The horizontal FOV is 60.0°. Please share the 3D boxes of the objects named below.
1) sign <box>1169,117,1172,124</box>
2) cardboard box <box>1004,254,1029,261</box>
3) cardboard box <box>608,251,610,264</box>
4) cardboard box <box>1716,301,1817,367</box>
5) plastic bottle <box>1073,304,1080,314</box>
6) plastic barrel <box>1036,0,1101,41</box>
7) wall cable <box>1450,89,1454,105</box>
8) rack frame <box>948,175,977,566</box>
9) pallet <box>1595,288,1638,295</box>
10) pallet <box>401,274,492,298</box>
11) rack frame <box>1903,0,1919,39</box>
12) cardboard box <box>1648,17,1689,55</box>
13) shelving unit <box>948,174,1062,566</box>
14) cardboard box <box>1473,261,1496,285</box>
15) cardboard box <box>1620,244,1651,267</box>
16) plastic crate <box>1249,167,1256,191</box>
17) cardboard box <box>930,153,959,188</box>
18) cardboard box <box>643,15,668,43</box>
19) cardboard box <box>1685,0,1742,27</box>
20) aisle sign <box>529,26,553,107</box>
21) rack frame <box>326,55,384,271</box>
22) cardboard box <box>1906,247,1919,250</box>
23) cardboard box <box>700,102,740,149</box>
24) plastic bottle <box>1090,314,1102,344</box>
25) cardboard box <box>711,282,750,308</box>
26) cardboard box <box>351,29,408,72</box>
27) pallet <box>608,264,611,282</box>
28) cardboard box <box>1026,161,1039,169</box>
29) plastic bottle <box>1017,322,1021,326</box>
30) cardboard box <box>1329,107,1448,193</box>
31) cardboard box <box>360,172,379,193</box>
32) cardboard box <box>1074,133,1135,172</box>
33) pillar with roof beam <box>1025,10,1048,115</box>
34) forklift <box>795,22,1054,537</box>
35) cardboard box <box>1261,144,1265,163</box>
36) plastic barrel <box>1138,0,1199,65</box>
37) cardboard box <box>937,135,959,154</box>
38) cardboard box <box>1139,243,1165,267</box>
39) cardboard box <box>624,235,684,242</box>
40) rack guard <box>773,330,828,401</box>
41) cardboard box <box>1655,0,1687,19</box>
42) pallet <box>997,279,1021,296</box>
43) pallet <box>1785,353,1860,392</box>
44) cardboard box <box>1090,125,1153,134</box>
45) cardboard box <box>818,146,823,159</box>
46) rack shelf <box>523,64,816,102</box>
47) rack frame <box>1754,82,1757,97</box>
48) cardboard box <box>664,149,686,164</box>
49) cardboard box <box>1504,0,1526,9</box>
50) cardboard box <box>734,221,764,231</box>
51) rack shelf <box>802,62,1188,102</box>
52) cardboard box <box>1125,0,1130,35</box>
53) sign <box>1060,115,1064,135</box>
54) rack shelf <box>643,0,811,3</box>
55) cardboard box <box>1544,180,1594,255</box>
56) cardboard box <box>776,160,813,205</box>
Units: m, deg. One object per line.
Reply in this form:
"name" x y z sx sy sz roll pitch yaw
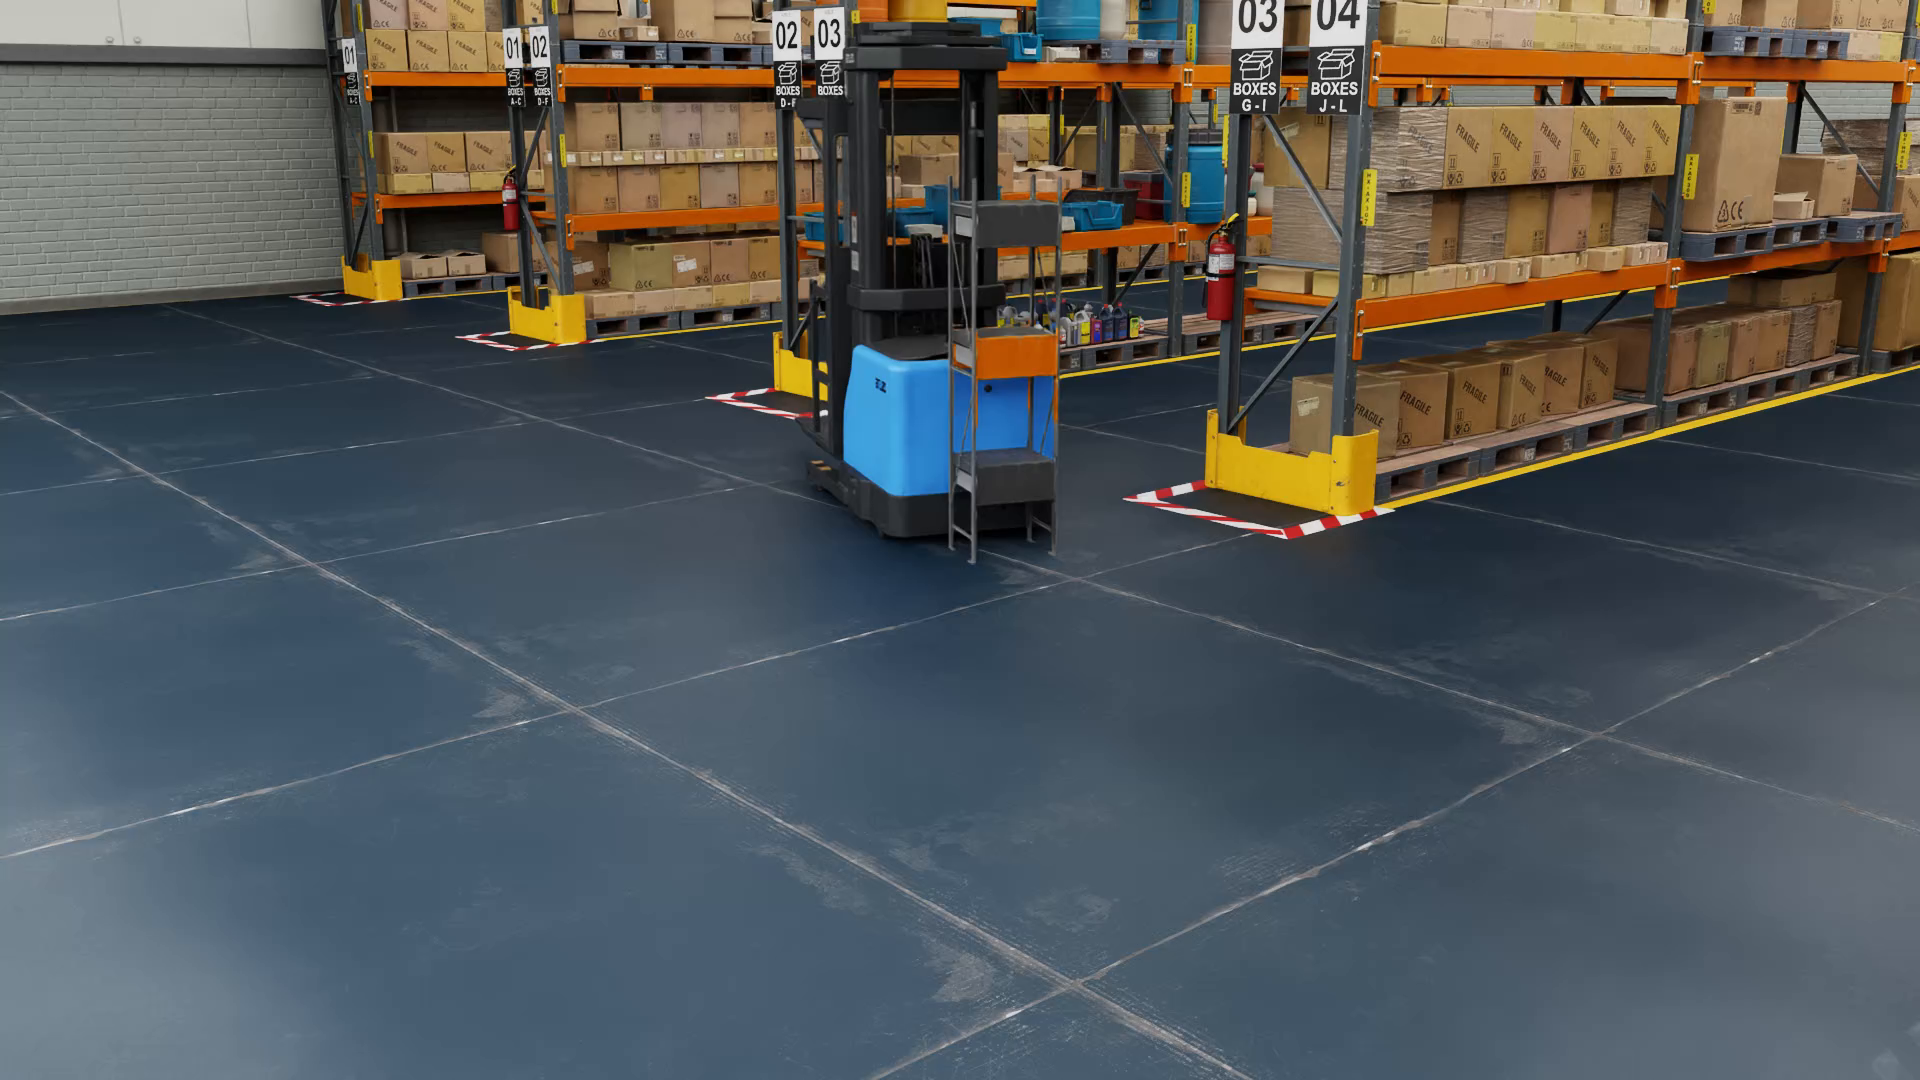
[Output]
"sign" 4.022 -7.888 31.638 0.005 0.325 0.100 -13 19 -39
"cardboard box" 0.597 -3.838 21.734 0.500 0.311 0.500 -13 20 -40
"cardboard box" -5.055 -4.037 23.689 0.380 0.166 0.250 13 20 40
"cardboard box" 7.199 -1.865 14.913 0.700 0.500 0.500 14 20 42
"plastic bottle" 1.148 -2.212 16.629 0.133 0.283 0.061 -13 19 -39
"plastic barrel" 1.011 -5.108 15.461 0.708 0.901 0.600 -13 19 -39
"wall cable" 8.883 -9.609 34.305 0.112 2.526 3.097 -13 19 -39
"rack frame" 0.011 -0.921 9.129 0.015 2.100 0.400 -5 16 -20
"pallet" 8.396 -3.501 22.449 1.213 0.211 1.003 -13 19 -39
"pallet" -6.995 -3.409 22.102 1.213 0.211 1.003 -13 19 -39
"rack frame" 8.101 -5.973 14.673 0.127 3.000 1.000 -13 19 -39
"cardboard box" 4.911 -3.646 12.063 0.500 0.250 0.500 -12 19 -37
"shelving unit" 0.240 -0.943 9.211 0.503 2.100 0.431 -5 16 -20
"cardboard box" 3.376 -1.813 11.211 0.250 0.149 0.380 -13 19 -39
"cardboard box" 4.919 -2.141 12.441 0.250 0.149 0.380 -13 19 -39
"plastic crate" 3.430 -3.855 18.247 0.583 0.464 0.402 -13 19 -39
"cardboard box" -0.051 -4.675 21.247 0.500 0.500 0.500 -13 19 -39
"cardboard box" -3.319 -5.666 18.423 0.500 0.311 0.500 -10 18 -33
"cardboard box" 5.503 -4.159 12.682 0.637 0.503 0.797 -14 20 -42
"aisle sign" -4.283 -4.834 16.996 0.004 0.787 0.394 -13 19 -39
"rack frame" -7.689 -4.612 21.204 0.127 3.000 1.000 -13 19 -39
"cardboard box" 9.313 -2.513 16.650 0.875 0.875 1.225 -13 19 -39
"cardboard box" -2.883 -4.670 18.712 0.500 0.500 0.700 -13 19 -39
"plastic bottle" 1.295 -2.028 15.940 0.133 0.283 0.061 -11 19 -36
"cardboard box" -2.751 -2.824 19.025 0.500 0.250 0.500 -13 19 -39
"cardboard box" -7.272 -6.127 20.831 0.500 0.500 0.500 -12 19 -38
"pallet" -5.155 -3.822 23.649 1.213 0.211 1.003 -13 19 -39
"cardboard box" 1.120 -6.374 28.246 0.250 0.149 0.380 -12 19 -38
"plastic bottle" 0.570 -1.865 15.330 0.133 0.283 0.061 -12 19 -38
"cardboard box" 2.660 -2.434 10.344 0.500 0.500 0.500 -13 19 -39
"cardboard box" -7.463 -4.666 21.659 0.500 0.250 0.500 -12 19 -39
"cardboard box" 2.002 -5.383 23.084 0.700 0.500 0.500 8 17 28
"pillar with roof beam" 4.150 -8.992 25.977 0.400 9.000 9.100 -13 19 -39
"forklift" -0.396 -1.767 10.684 1.130 2.935 3.031 -5 16 -19
"cardboard box" 4.827 -5.864 25.698 0.500 0.500 0.500 -12 19 -38
"plastic barrel" 2.073 -5.181 16.549 0.708 0.901 0.600 -13 19 -39
"cardboard box" -0.343 -6.372 26.985 0.500 0.500 0.500 -13 20 -40
"cardboard box" 2.523 -4.120 23.352 0.500 0.500 0.500 -14 20 -41
"cardboard box" -3.480 -3.206 19.002 0.500 0.500 0.500 -13 19 -39
"rack guard" -1.159 -1.498 14.389 0.348 0.500 1.175 -13 19 -39
"cardboard box" 5.028 -3.855 12.075 0.250 0.149 0.380 -12 19 -38
"pallet" 0.034 -3.319 21.766 1.213 0.211 1.003 -13 19 -39
"pallet" 7.511 -1.595 15.313 1.213 0.211 1.003 -13 19 -39
"cardboard box" 2.881 -7.126 30.036 0.700 0.700 0.980 -14 20 -42
"cardboard box" -1.669 -4.558 19.552 0.250 0.149 0.380 -13 20 -41
"rack shelf" -2.925 -5.089 18.570 4.000 0.370 1.077 -13 19 -39
"rack frame" 10.885 -5.394 24.131 0.127 3.000 1.000 -13 19 -39
"cardboard box" -3.219 -4.210 18.247 0.250 0.149 0.380 -14 20 -41
"cardboard box" 3.429 -3.504 10.761 0.250 0.149 0.380 -14 20 -42
"cardboard box" -3.359 -4.598 25.144 0.500 0.500 0.700 -12 19 -39
"rack shelf" 0.323 -4.124 14.958 4.000 0.370 1.077 -13 19 -39
"cardboard box" 1.934 -7.057 22.413 0.500 0.500 0.500 -13 19 -39
"sign" 1.727 -7.062 28.286 0.005 0.325 0.100 -13 19 -39
"rack shelf" -3.162 -7.986 24.380 4.000 0.370 1.077 -13 19 -39
"cardboard box" 3.992 -2.342 11.937 0.500 0.500 0.875 -13 19 -39
"cardboard box" -2.141 -4.207 19.495 0.500 0.500 0.700 -13 20 -40
